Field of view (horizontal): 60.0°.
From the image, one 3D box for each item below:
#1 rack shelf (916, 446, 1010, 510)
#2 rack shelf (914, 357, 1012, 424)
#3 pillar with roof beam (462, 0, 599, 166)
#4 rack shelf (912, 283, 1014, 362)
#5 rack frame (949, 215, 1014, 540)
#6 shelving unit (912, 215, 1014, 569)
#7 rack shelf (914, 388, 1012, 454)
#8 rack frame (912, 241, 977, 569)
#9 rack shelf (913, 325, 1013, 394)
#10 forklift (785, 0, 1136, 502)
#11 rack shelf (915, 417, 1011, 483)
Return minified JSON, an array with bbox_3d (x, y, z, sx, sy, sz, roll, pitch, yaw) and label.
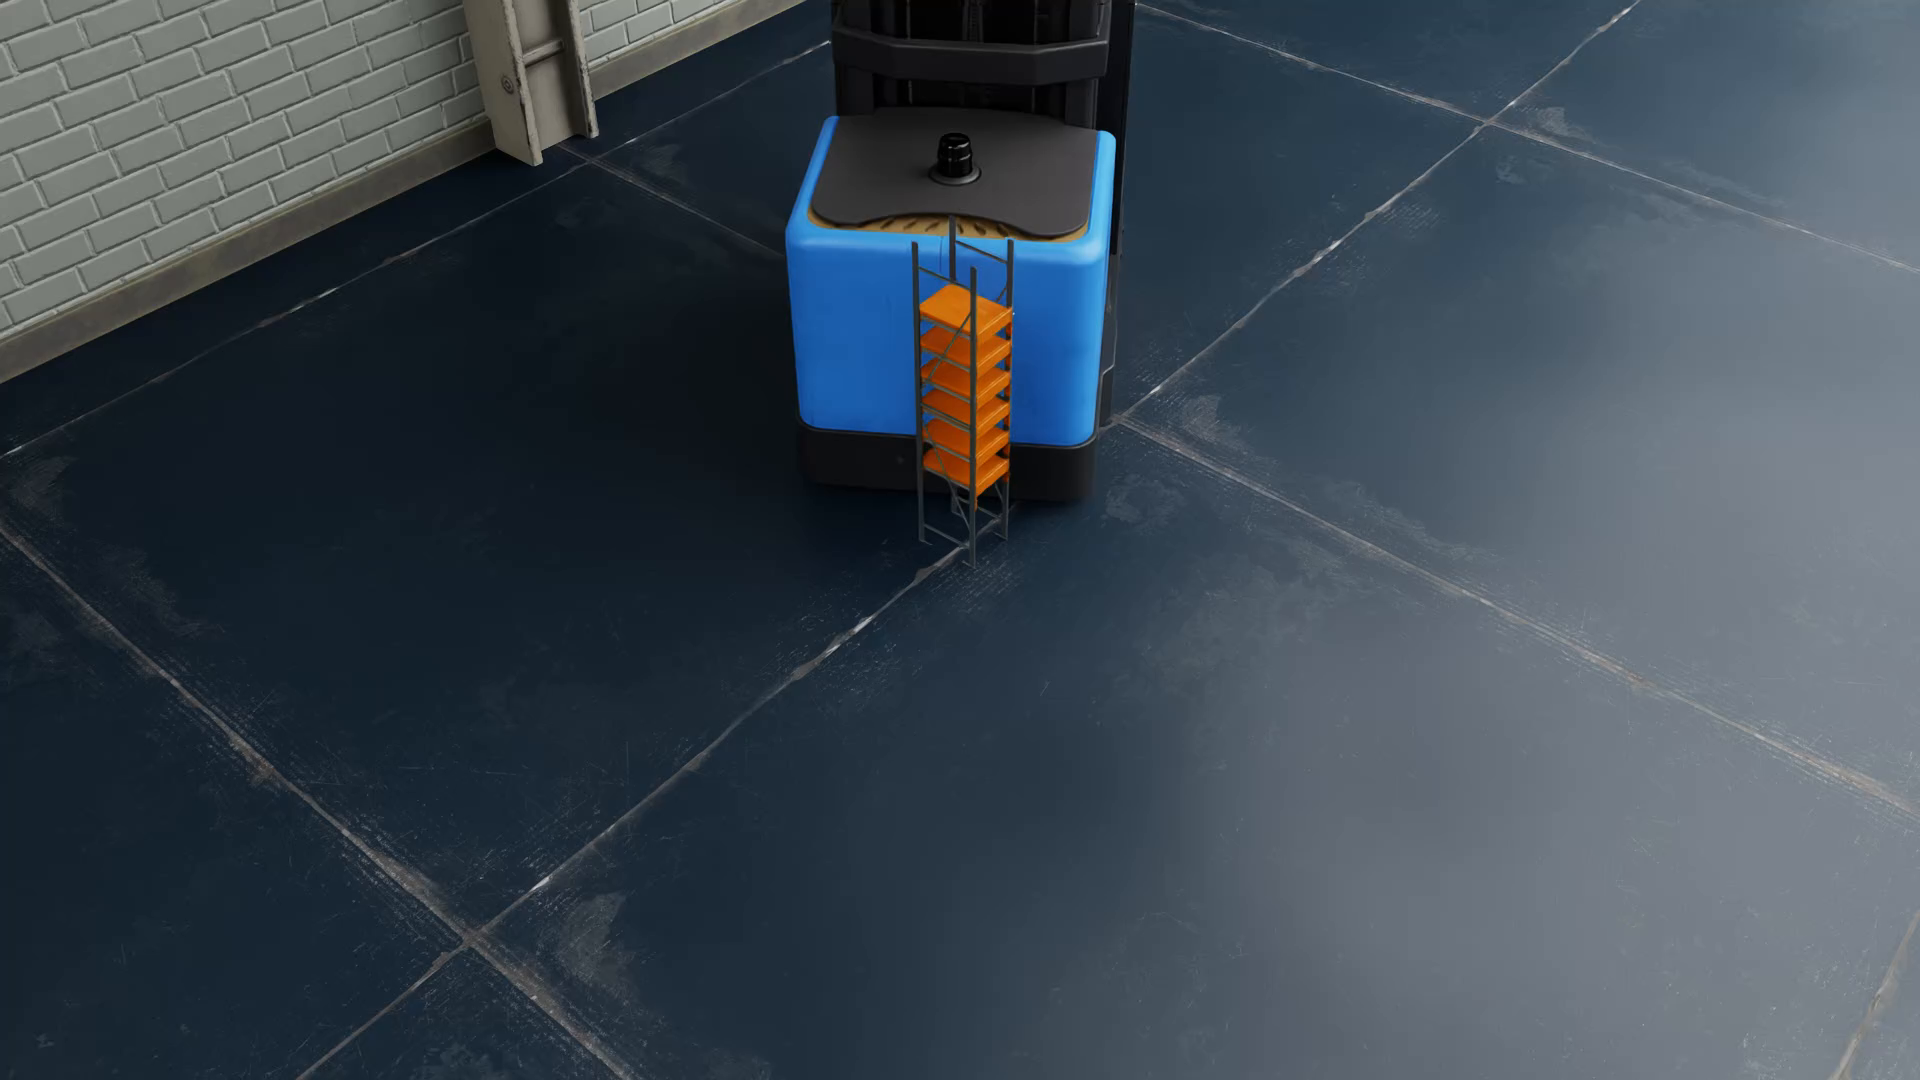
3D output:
[{"bbox_3d":[0.010,-0.233,5.537,0.258,0.103,0.180,27,49,27],"label":"rack shelf"},{"bbox_3d":[0.009,-0.499,5.295,0.258,0.103,0.180,27,49,27],"label":"rack shelf"},{"bbox_3d":[1.349,-3.349,2.744,9.100,9.000,0.400,29,50,28],"label":"pillar with roof beam"},{"bbox_3d":[0.009,-0.677,5.133,0.258,0.103,0.180,27,49,27],"label":"rack shelf"},{"bbox_3d":[0.065,-0.492,5.399,0.240,1.200,0.006,27,49,27],"label":"rack frame"},{"bbox_3d":[0.010,-0.444,5.345,0.258,1.200,0.189,27,49,27],"label":"shelving unit"},{"bbox_3d":[0.010,-0.411,5.375,0.258,0.103,0.180,27,49,27],"label":"rack shelf"},{"bbox_3d":[-0.046,-0.395,5.292,0.240,1.200,0.006,27,49,27],"label":"rack frame"},{"bbox_3d":[0.009,-0.588,5.214,0.258,0.103,0.180,27,49,27],"label":"rack shelf"},{"bbox_3d":[0.110,-2.208,5.999,1.130,2.935,3.031,4,42,5],"label":"forklift"},{"bbox_3d":[0.010,-0.322,5.456,0.258,0.103,0.180,27,49,27],"label":"rack shelf"}]
